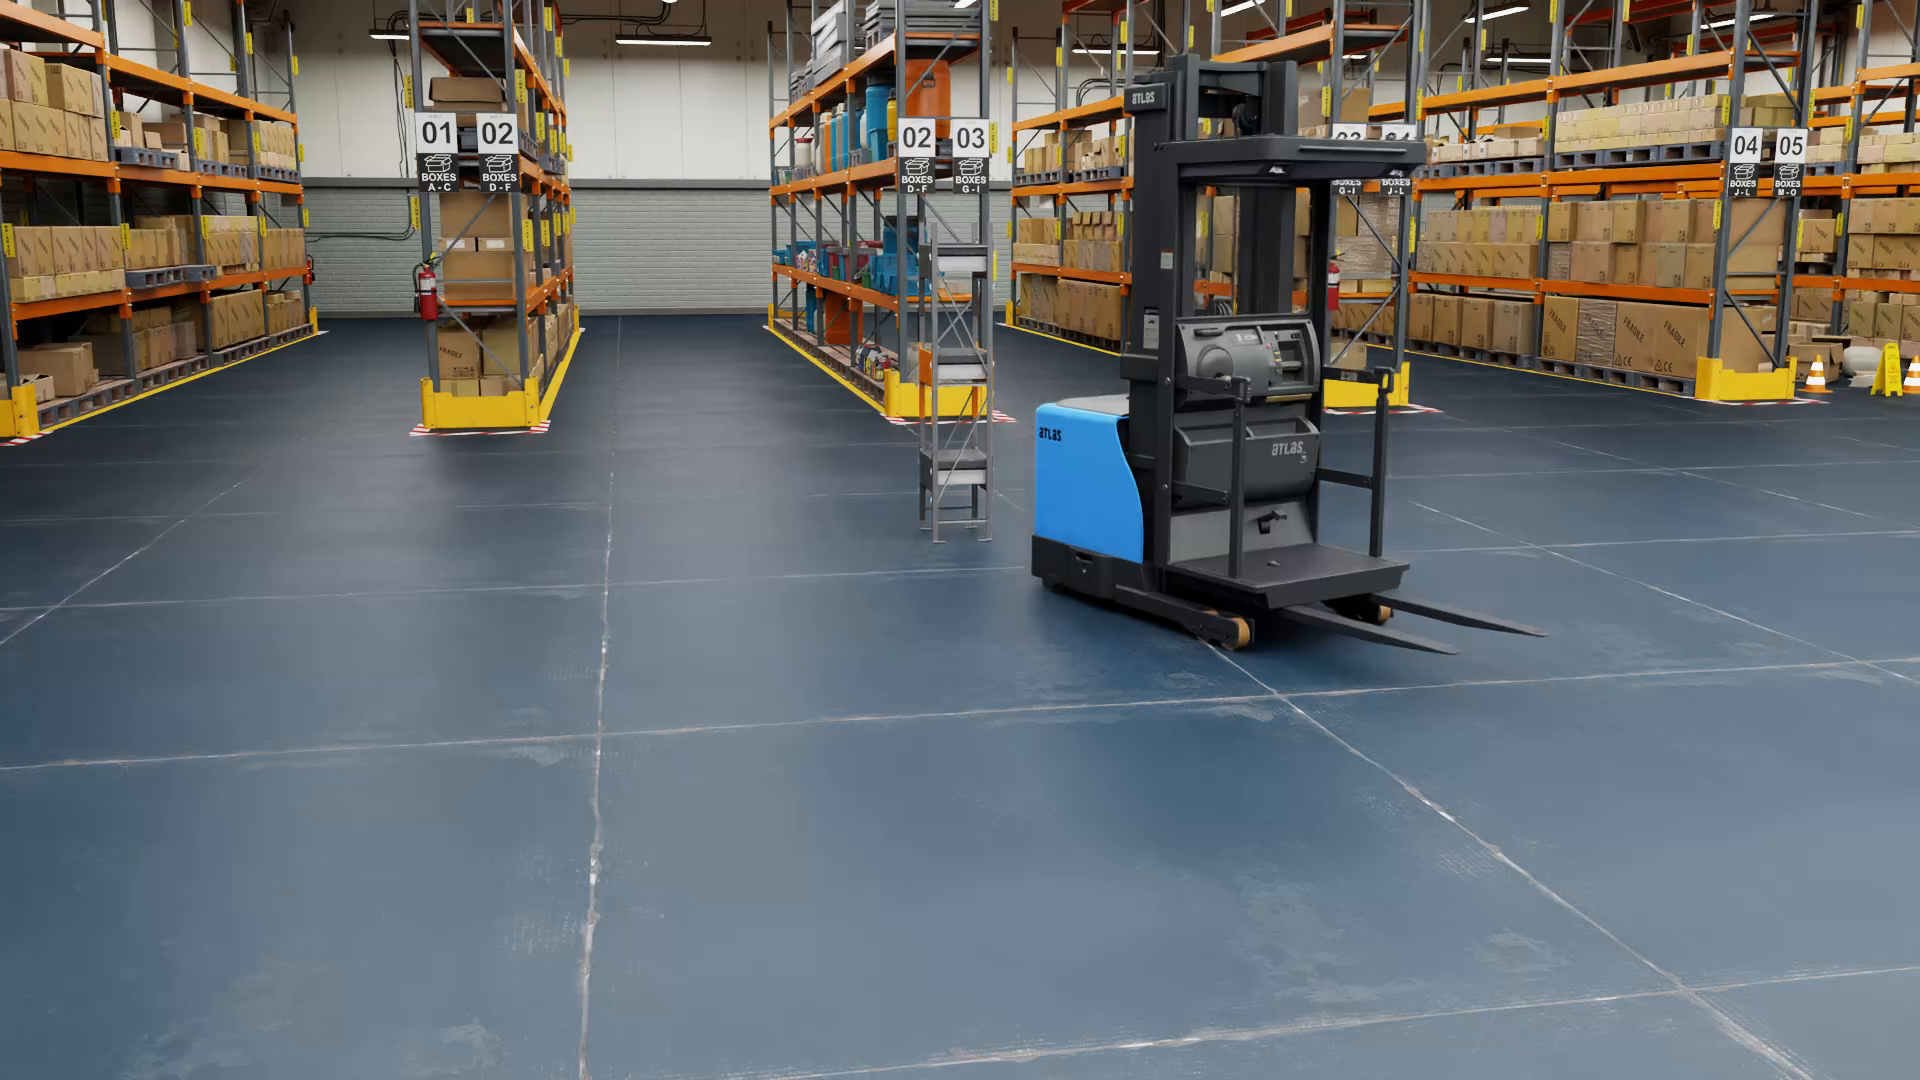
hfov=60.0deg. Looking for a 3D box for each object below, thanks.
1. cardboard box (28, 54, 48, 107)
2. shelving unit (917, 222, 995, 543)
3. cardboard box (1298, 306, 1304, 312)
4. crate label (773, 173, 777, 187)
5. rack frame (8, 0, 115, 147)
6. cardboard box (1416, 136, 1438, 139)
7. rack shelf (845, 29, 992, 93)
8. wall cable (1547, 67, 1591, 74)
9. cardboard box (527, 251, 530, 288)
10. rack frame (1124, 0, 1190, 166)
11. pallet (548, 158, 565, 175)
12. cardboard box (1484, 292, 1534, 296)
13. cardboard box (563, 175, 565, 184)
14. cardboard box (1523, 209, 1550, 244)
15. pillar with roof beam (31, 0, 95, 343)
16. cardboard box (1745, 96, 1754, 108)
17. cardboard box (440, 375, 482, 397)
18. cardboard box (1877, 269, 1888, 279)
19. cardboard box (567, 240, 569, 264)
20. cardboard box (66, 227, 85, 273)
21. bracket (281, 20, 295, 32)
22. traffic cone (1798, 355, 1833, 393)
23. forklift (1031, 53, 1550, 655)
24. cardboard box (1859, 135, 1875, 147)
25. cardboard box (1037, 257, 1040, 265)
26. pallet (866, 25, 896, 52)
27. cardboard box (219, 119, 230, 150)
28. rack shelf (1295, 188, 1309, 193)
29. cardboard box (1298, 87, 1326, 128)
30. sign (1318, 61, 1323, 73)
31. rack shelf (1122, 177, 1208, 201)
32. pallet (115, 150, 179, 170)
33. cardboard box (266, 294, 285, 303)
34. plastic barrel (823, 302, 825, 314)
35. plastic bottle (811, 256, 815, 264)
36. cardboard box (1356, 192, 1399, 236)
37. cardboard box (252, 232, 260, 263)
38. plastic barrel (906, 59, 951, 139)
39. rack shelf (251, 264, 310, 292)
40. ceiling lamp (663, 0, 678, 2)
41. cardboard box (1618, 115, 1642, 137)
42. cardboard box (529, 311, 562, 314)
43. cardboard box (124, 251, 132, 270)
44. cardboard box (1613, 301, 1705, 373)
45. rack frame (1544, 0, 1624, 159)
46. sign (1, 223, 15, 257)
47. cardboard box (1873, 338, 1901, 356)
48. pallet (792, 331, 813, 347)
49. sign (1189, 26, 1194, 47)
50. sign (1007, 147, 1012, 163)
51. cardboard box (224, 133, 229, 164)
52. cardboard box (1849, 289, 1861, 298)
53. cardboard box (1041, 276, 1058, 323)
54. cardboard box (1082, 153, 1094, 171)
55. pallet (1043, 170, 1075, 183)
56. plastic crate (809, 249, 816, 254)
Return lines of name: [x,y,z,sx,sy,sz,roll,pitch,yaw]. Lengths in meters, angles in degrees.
cardboard box: [-9.897,-4.796,17.357,0.500,0.500,0.500,-2,11,-9]
shelving unit: [-0.032,-1.062,11.160,0.431,2.100,0.503,-2,11,-11]
cardboard box: [6.788,-4.456,32.293,0.380,0.149,0.250,-3,11,-14]
crate label: [-3.433,-7.020,32.433,0.408,0.251,0.502,-2,11,-11]
rack frame: [-10.680,-6.187,19.633,1.000,3.000,0.127,-2,11,-11]
cardboard box: [8.007,-6.798,28.554,0.396,0.266,0.258,-2,11,-11]
rack shelf: [-0.573,-5.630,19.704,1.077,0.370,4.000,-2,11,-11]
wall cable: [16.310,-13.283,42.044,2.988,3.039,0.133,-2,11,-11]
cardboard box: [-5.729,-3.388,20.709,0.700,0.500,0.500,-2,11,-12]
rack frame: [3.119,-7.461,26.327,1.000,3.000,0.127,-2,11,-11]
pallet: [-6.380,-5.414,24.099,1.213,0.211,1.003,-2,11,-8]
cardboard box: [11.696,-5.004,35.193,0.875,0.438,0.875,-2,11,-9]
cardboard box: [-7.418,-6.569,30.067,0.500,0.250,0.500,-2,11,-11]
cardboard box: [8.679,-4.573,24.258,0.700,0.500,0.500,-2,11,-12]
pillar with roof beam: [-7.830,-6.807,22.892,9.100,9.000,0.400,-2,11,-11]
cardboard box: [9.759,-5.324,20.273,0.380,0.149,0.250,-2,11,-11]
cardboard box: [-5.437,-1.630,17.968,0.500,0.250,0.500,-2,11,-11]
cardboard box: [13.546,-3.855,24.102,0.380,0.149,0.250,-2,11,-11]
cardboard box: [-7.407,-5.226,30.362,0.500,0.500,0.500,-2,11,-11]
cardboard box: [-9.992,-3.189,18.272,0.500,0.500,0.500,-2,11,-9]
bracket: [-14.581,-11.143,36.048,0.235,0.232,0.430,-2,11,-11]
traffic cone: [10.849,-2.111,21.050,0.336,0.463,0.334,-2,11,-11]
forklift: [1.639,-0.989,8.556,1.130,2.935,3.031,-7,13,-32]
cardboard box: [13.358,-5.812,24.229,0.380,0.149,0.250,-2,11,-12]
cardboard box: [1.710,-5.403,32.235,0.380,0.149,0.250,-2,11,-12]
pallet: [-0.534,-5.883,19.614,1.003,0.211,1.213,-2,11,-11]
cardboard box: [-12.600,-6.850,28.146,0.500,0.500,0.500,-2,11,-11]
rack shelf: [6.837,-6.896,33.307,1.077,0.370,4.000,-2,11,-11]
cardboard box: [4.125,-5.236,20.260,0.500,0.500,0.500,-2,11,-11]
sign: [6.690,-8.837,30.851,0.100,0.325,0.005,-2,11,-11]
rack shelf: [3.508,-5.267,24.747,1.077,0.370,4.000,-2,11,-11]
pallet: [-10.900,-4.928,21.545,1.213,0.211,1.003,-2,11,-11]
cardboard box: [-12.270,-4.310,29.645,0.380,0.149,0.250,-2,11,-13]
plastic barrel: [-2.071,-3.651,27.684,0.600,0.588,0.708,-2,11,-11]
plastic bottle: [-2.362,-4.464,26.974,0.097,0.271,0.097,0,11,0]
cardboard box: [4.835,-3.843,19.630,0.500,0.500,0.500,-2,11,-11]
cardboard box: [-11.899,-4.836,27.467,0.500,0.500,0.500,-2,11,-12]
plastic barrel: [-0.403,-4.841,18.317,0.600,0.830,0.708,-2,11,-11]
rack shelf: [-12.625,-4.720,29.898,1.077,0.370,4.000,-2,11,-11]
ceiling lamp: [-4.564,-10.647,27.455,0.800,3.185,2.000,-2,11,-11]
cardboard box: [8.899,-5.365,21.557,0.500,0.250,0.500,-2,11,-10]
cardboard box: [-6.515,-3.332,26.188,0.500,0.500,0.500,-3,11,-13]
cardboard box: [-10.745,-3.599,20.641,0.700,0.500,0.500,-2,11,-11]
cardboard box: [9.190,-2.654,21.677,0.875,0.875,0.875,-2,11,-12]
rack frame: [8.781,-6.889,23.323,1.000,3.000,0.127,-2,11,-11]
sign: [-9.369,-2.951,16.363,0.100,0.325,0.005,-2,11,-11]
cardboard box: [13.582,-2.780,24.012,0.500,0.250,0.500,-1,11,-8]
pallet: [-2.409,-3.554,29.305,1.003,0.211,1.213,-2,11,-11]
sign: [3.649,-7.980,26.345,0.100,0.325,0.005,-2,11,-11]
sign: [1.017,-7.904,34.127,0.100,0.325,0.005,-2,11,-11]
cardboard box: [-12.172,-6.280,26.703,0.700,0.500,0.500,-3,11,-14]
cardboard box: [17.133,-4.678,31.578,0.380,0.149,0.250,-3,11,-14]
cardboard box: [2.116,-4.699,32.420,0.875,0.875,0.875,-2,11,-11]
cardboard box: [2.466,-6.679,29.357,0.500,0.311,0.500,-3,11,-13]
pallet: [2.192,-6.828,31.260,1.003,0.211,1.213,-2,11,-11]
plastic crate: [-2.634,-5.325,31.308,0.437,0.282,0.530,-2,11,-11]
